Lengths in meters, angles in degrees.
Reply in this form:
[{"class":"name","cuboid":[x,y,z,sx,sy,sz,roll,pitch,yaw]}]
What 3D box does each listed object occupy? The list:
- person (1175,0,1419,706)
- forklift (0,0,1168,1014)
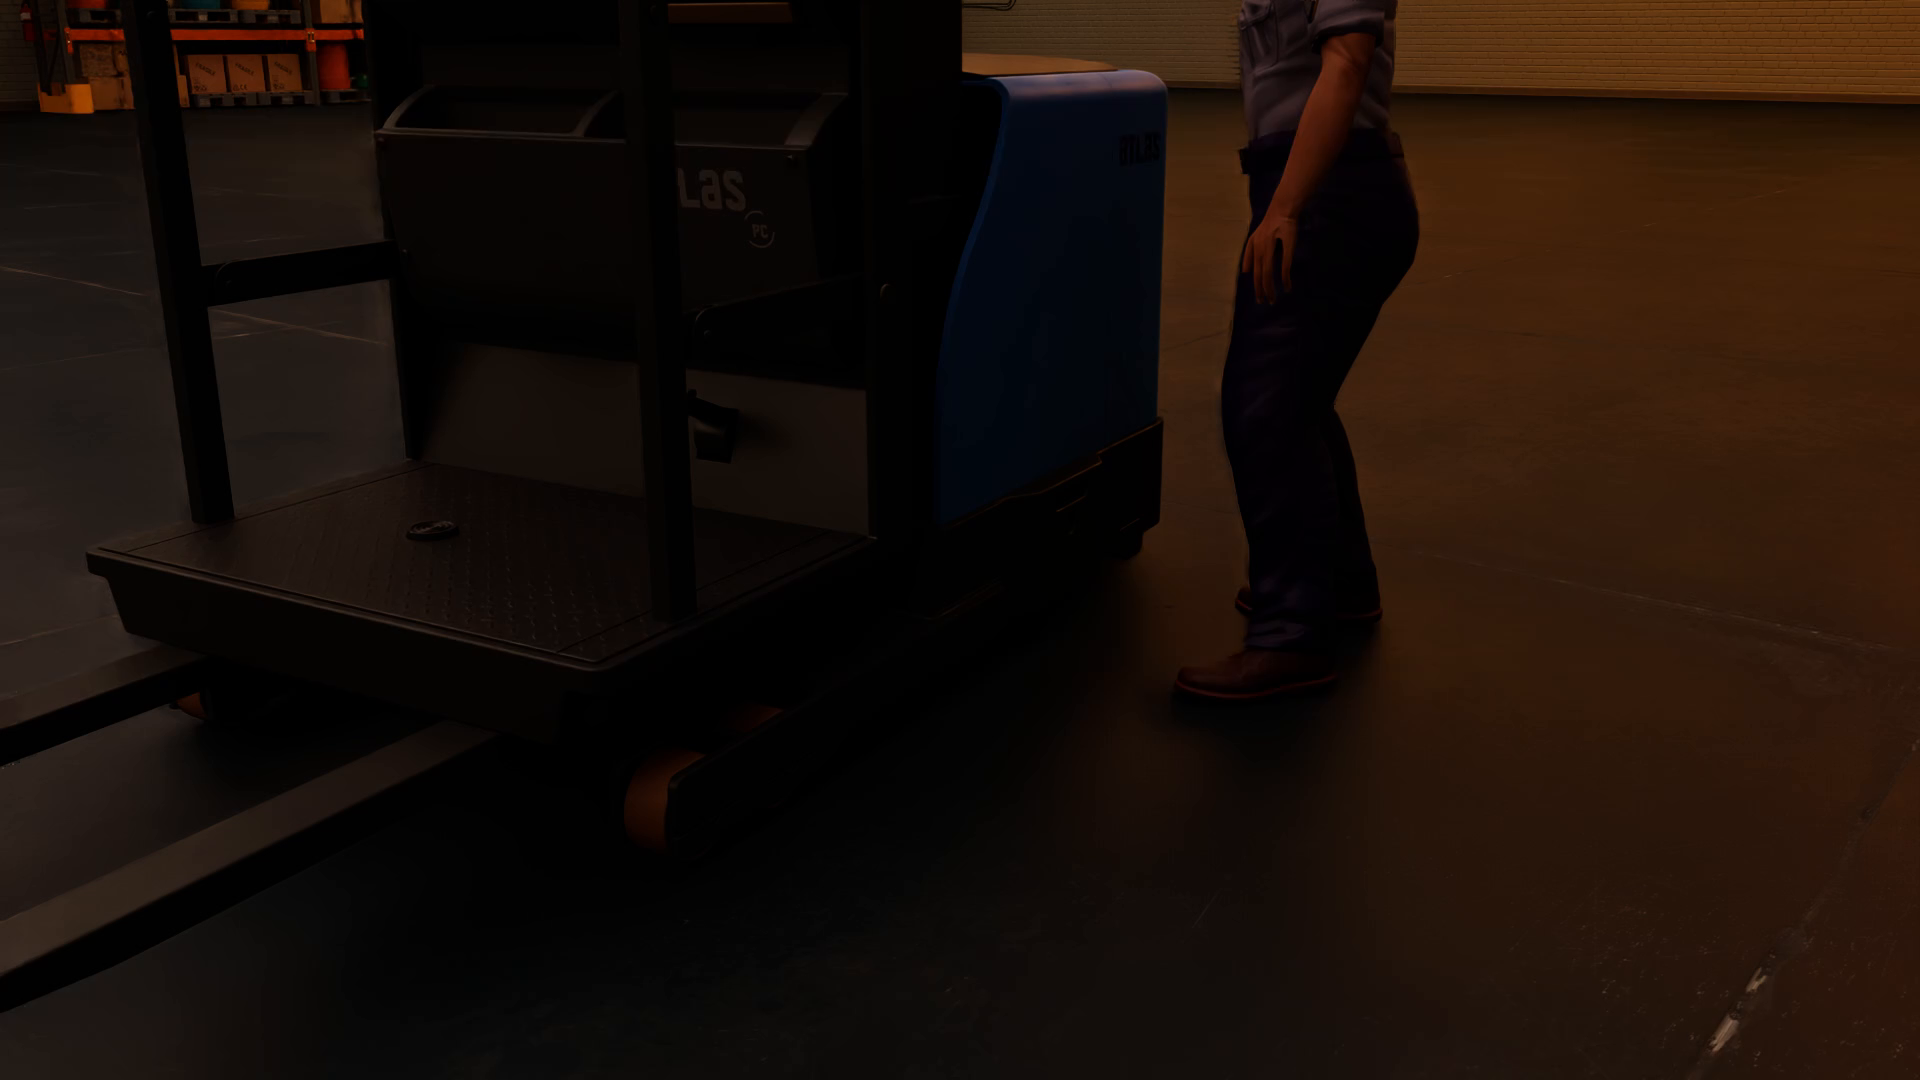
[{"class":"person","cuboid":[0.651,-0.578,3.060,0.374,1.627,0.766,4,17,13]},{"class":"forklift","cuboid":[-0.702,-1.087,2.478,1.130,2.935,3.031,9,19,28]}]
